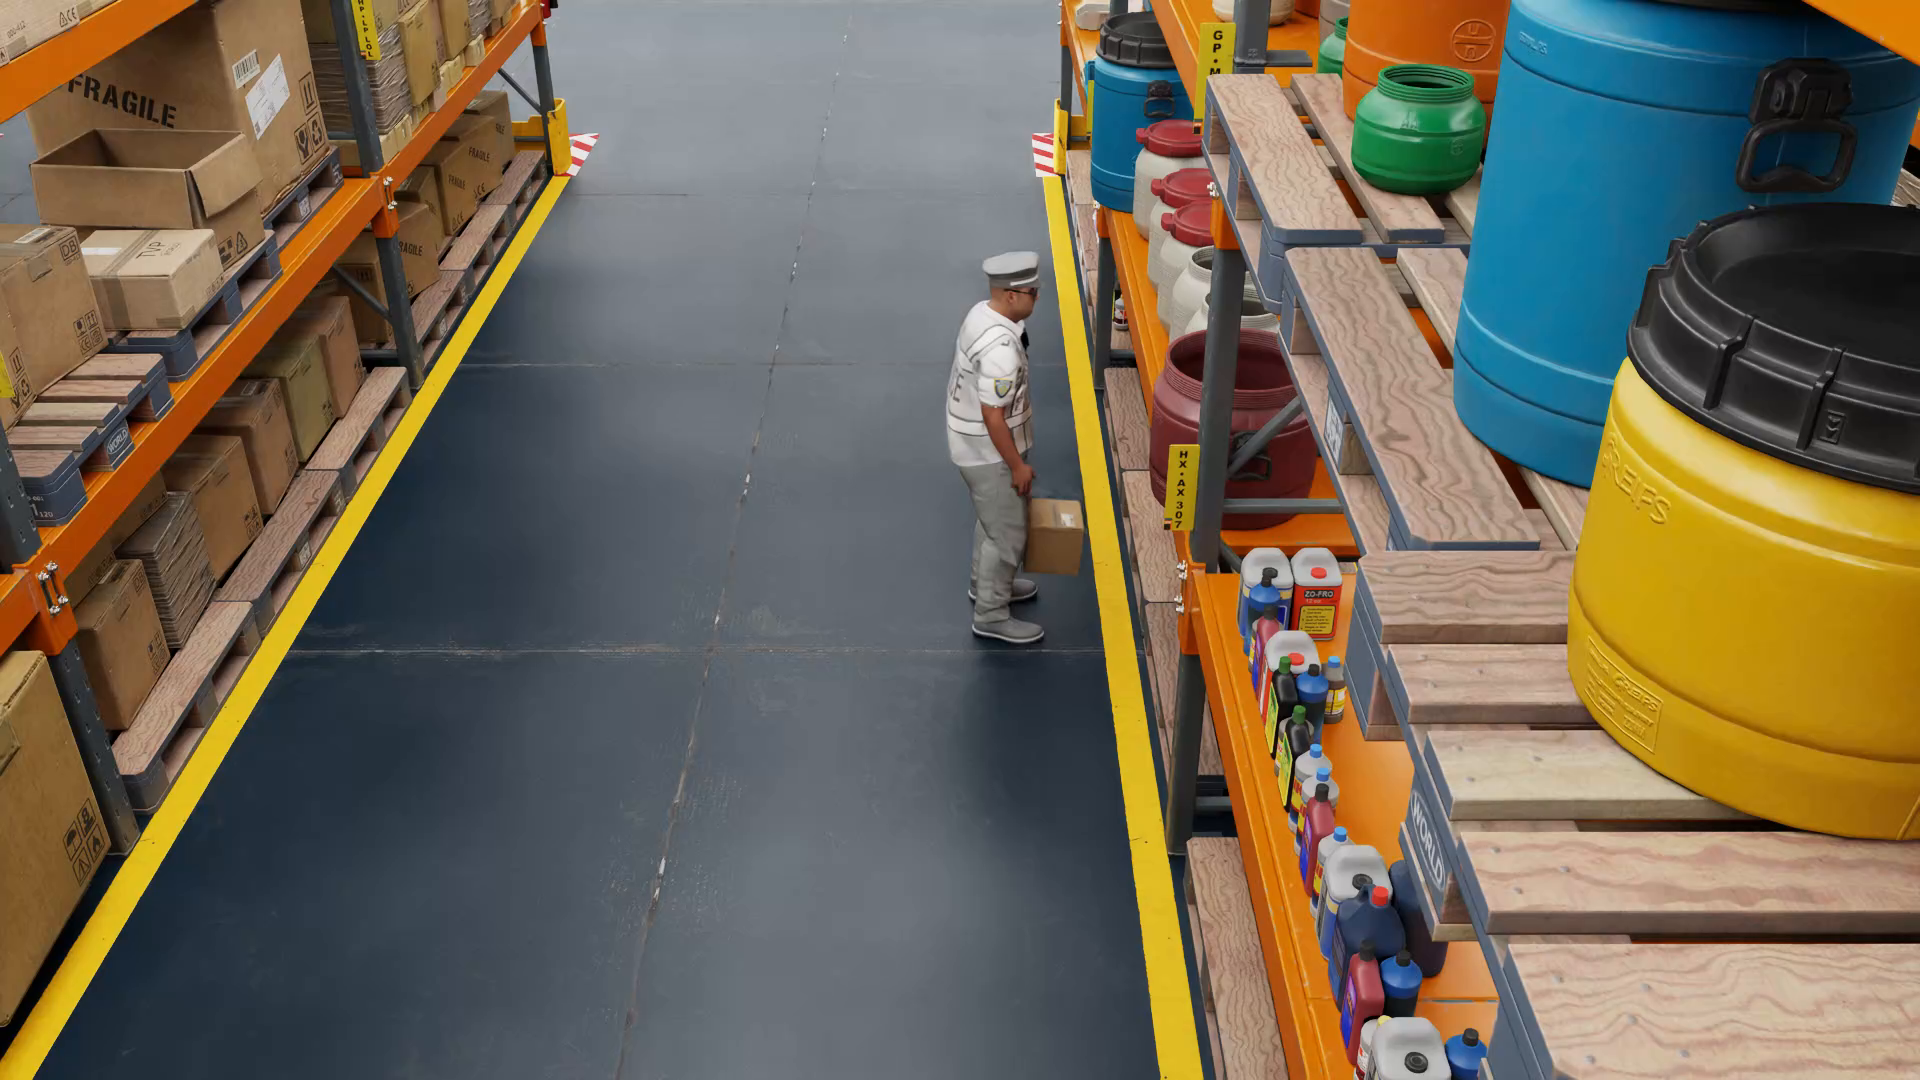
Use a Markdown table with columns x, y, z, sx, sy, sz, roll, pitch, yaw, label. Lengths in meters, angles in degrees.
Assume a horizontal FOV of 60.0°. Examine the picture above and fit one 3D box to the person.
| x | y | z | sx | sy | sz | roll | pitch | yaw | label |
| --- | --- | --- | --- | --- | --- | --- | --- | --- | --- |
| 0.158 | -0.415 | 7.305 | 0.434 | 1.752 | 0.566 | -1 | 31 | -2 | person |
